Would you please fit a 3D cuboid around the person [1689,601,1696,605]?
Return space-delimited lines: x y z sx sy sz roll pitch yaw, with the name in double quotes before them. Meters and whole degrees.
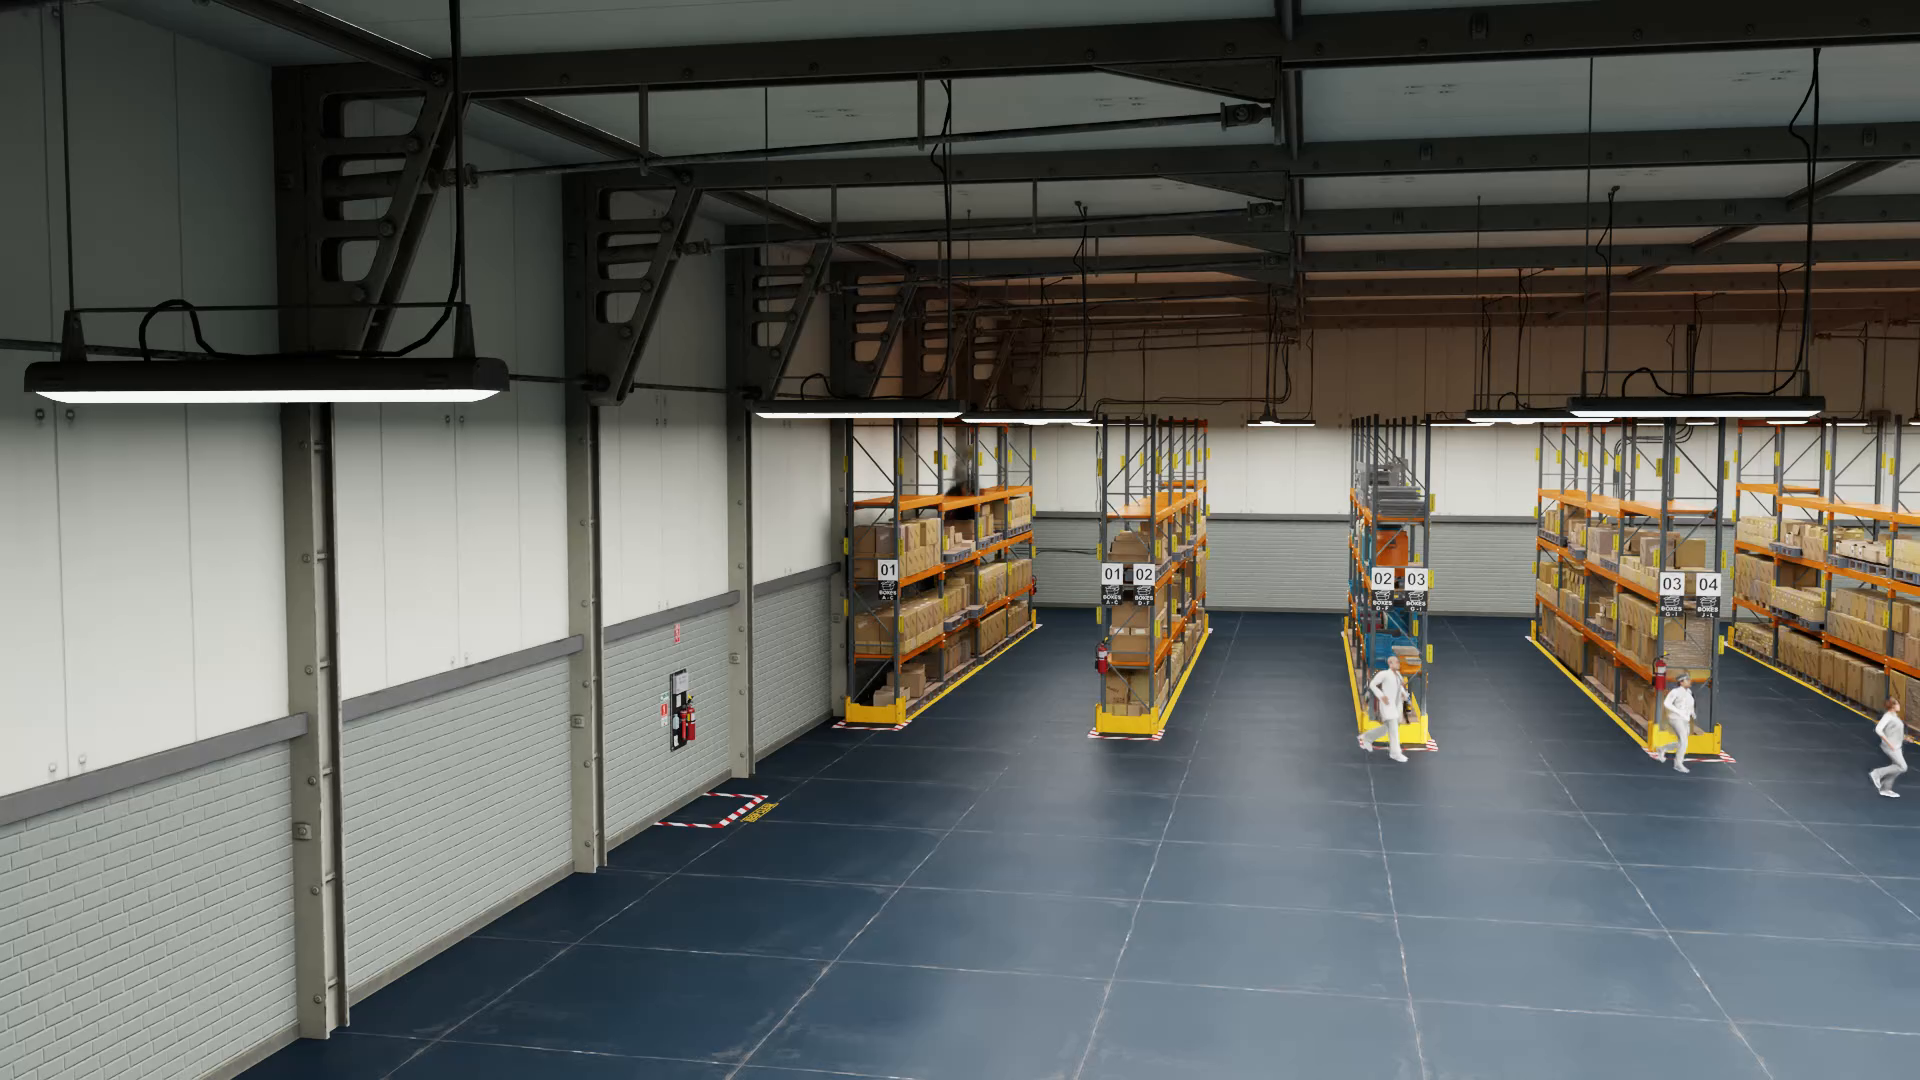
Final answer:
"person" 19.209 1.925 44.101 0.879 1.732 0.741 -3 5 -42

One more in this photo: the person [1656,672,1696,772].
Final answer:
"person" 12.131 3.045 28.085 0.656 1.664 0.644 -2 4 -30

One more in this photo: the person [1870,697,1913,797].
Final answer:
"person" 14.509 3.224 25.880 0.544 1.551 0.533 3 5 42

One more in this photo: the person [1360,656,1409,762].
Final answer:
"person" 7.487 2.917 29.074 0.738 1.782 0.999 -4 5 -44
